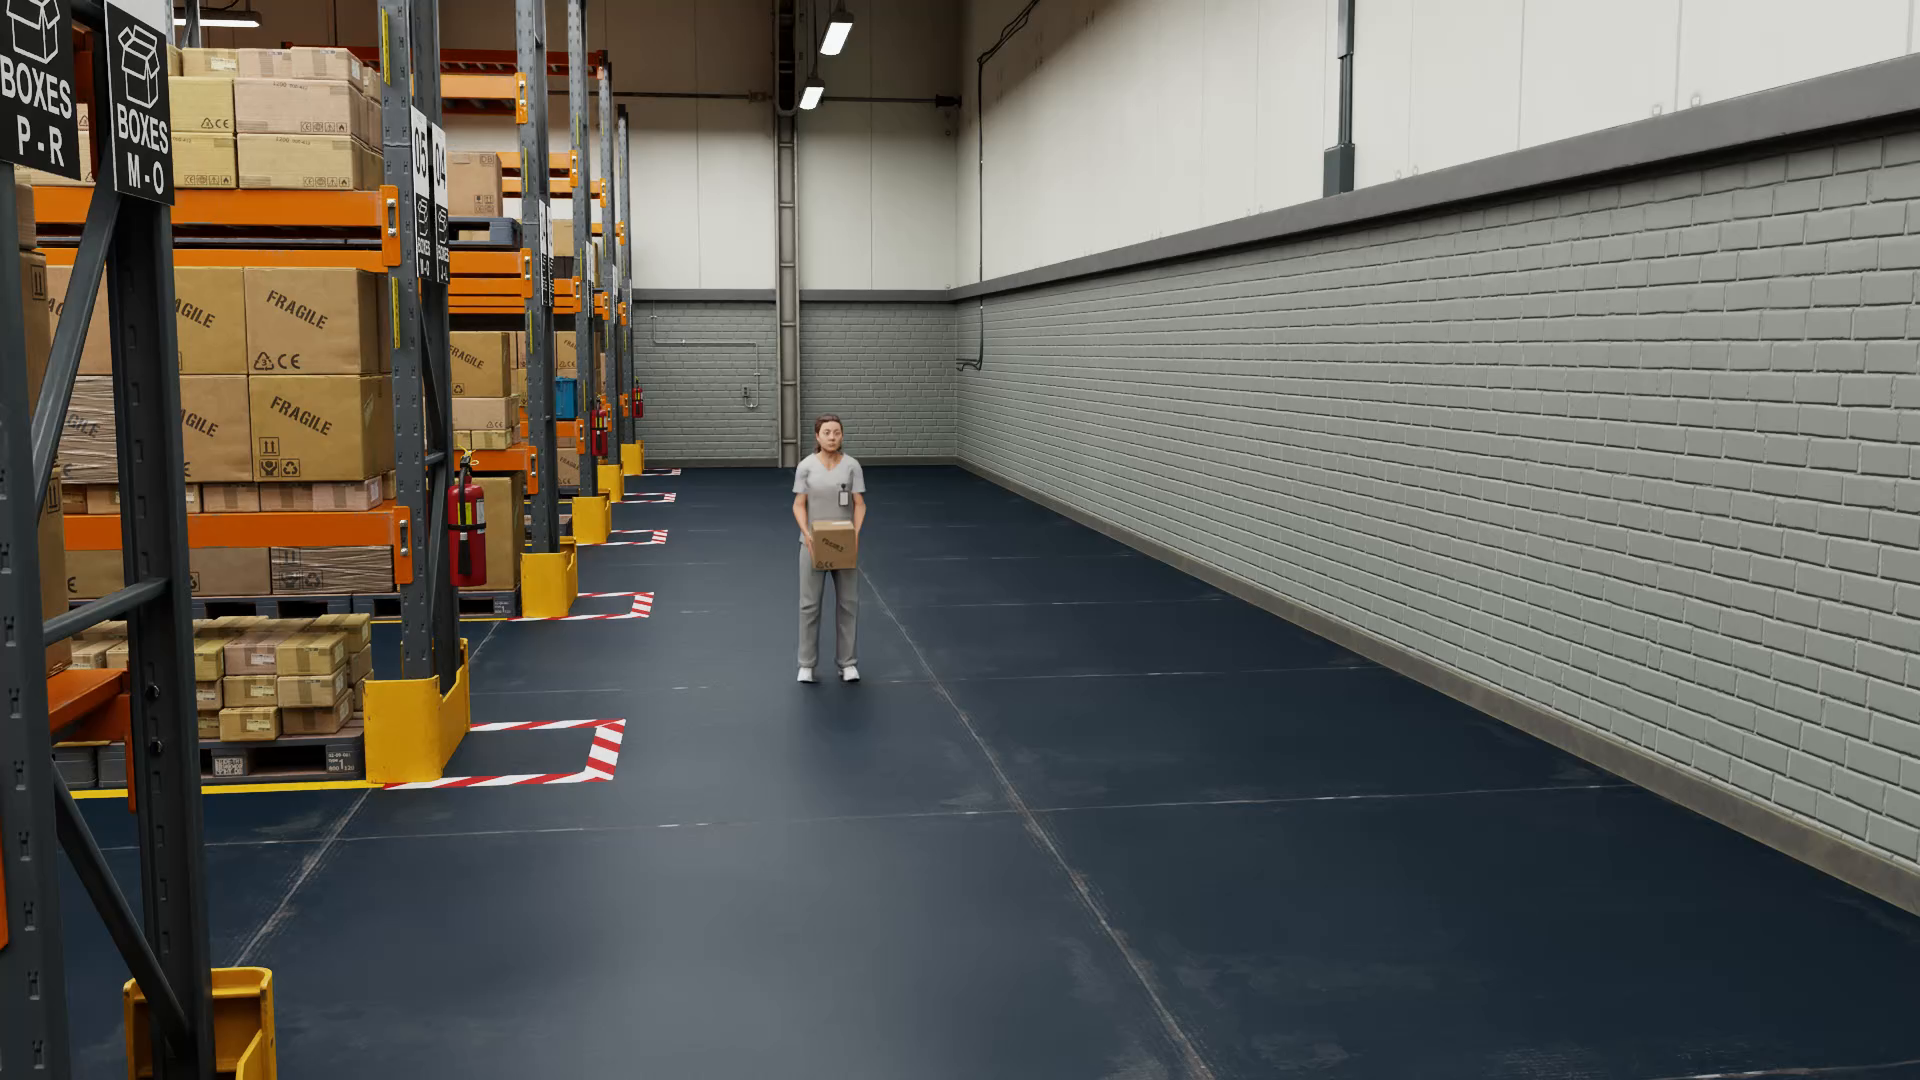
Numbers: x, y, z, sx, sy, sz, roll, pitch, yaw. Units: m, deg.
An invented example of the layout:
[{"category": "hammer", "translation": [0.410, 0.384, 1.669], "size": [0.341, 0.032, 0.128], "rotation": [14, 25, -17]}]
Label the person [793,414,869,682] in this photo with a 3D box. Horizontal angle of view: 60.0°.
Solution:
[{"category": "person", "translation": [-0.810, 0.044, 10.426], "size": [0.504, 1.671, 0.361], "rotation": [-1, 7, -12]}]
